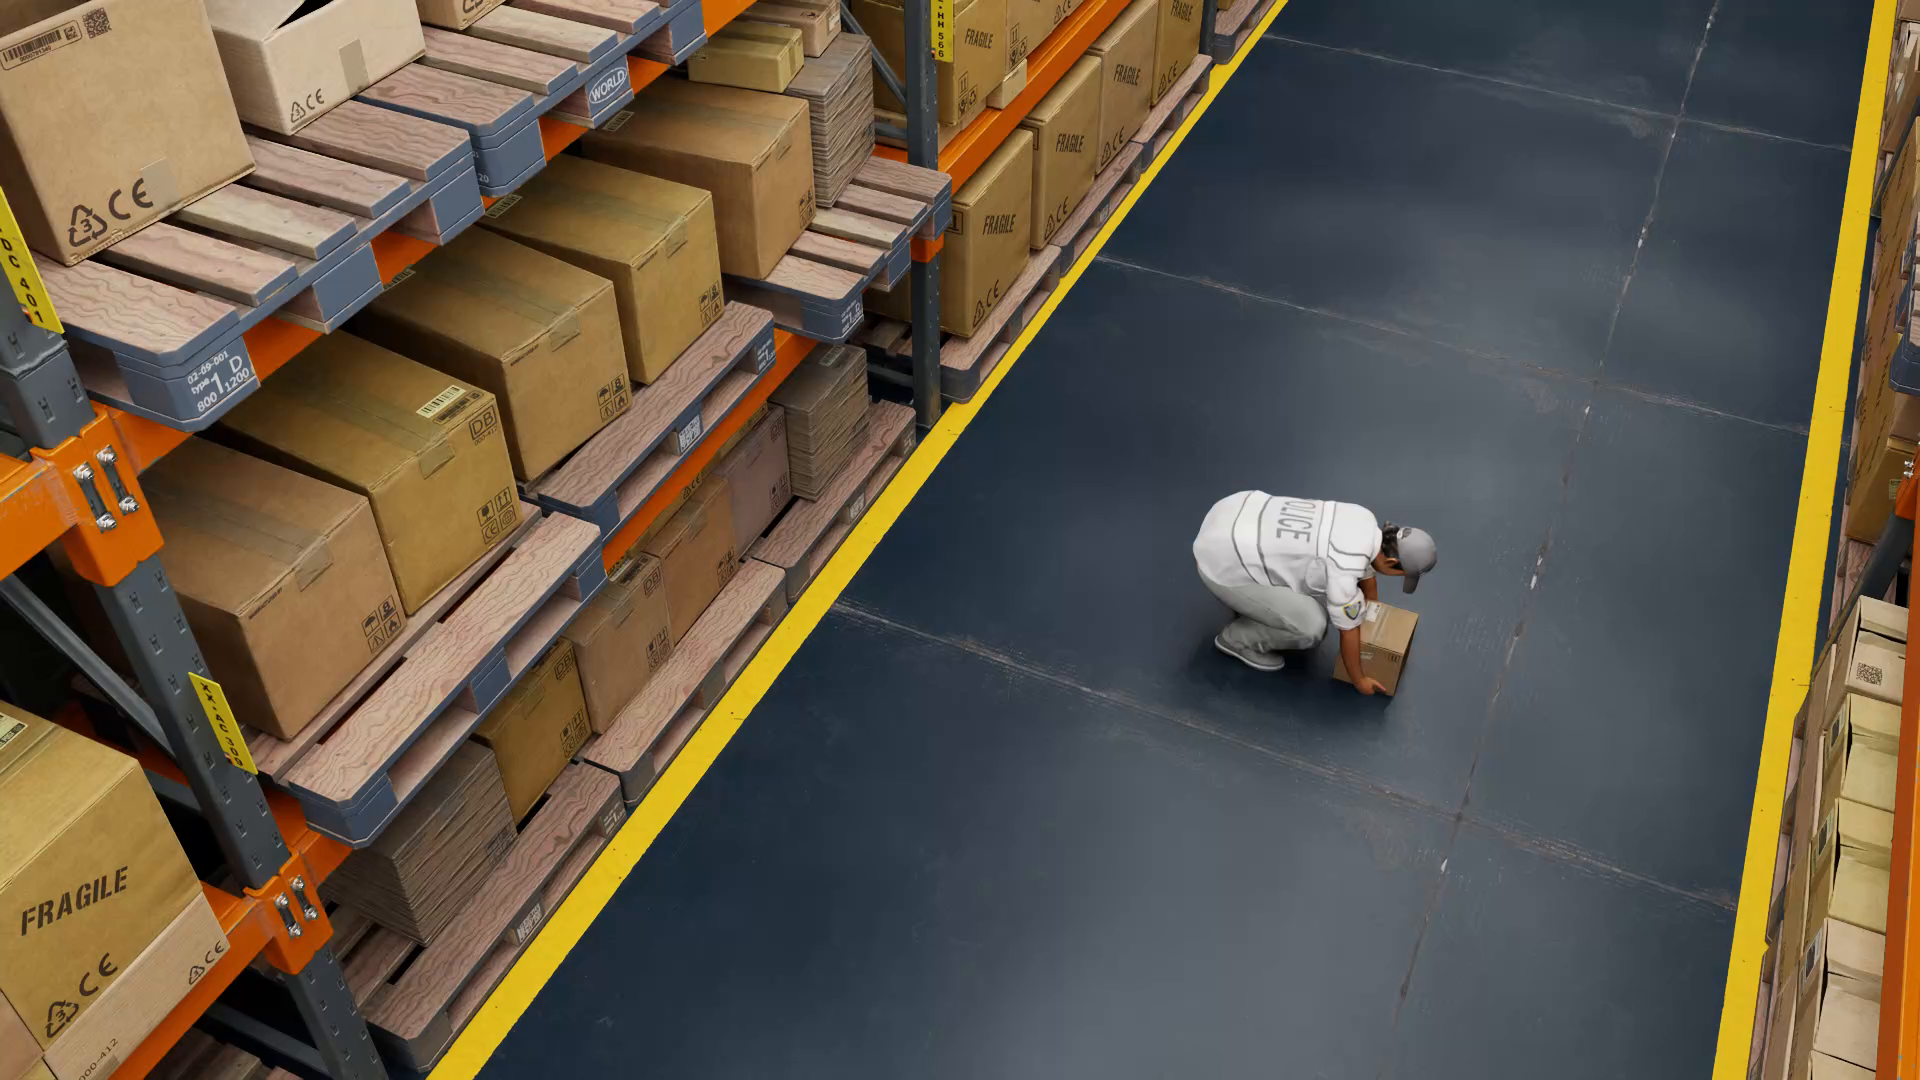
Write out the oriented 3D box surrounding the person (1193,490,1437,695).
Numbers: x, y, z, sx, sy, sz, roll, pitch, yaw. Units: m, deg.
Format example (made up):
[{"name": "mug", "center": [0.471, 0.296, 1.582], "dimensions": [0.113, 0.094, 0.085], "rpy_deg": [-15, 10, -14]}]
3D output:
[{"name": "person", "center": [1.396, 0.170, 6.684], "dimensions": [0.922, 0.760, 0.511], "rpy_deg": [17, 45, 17]}]
